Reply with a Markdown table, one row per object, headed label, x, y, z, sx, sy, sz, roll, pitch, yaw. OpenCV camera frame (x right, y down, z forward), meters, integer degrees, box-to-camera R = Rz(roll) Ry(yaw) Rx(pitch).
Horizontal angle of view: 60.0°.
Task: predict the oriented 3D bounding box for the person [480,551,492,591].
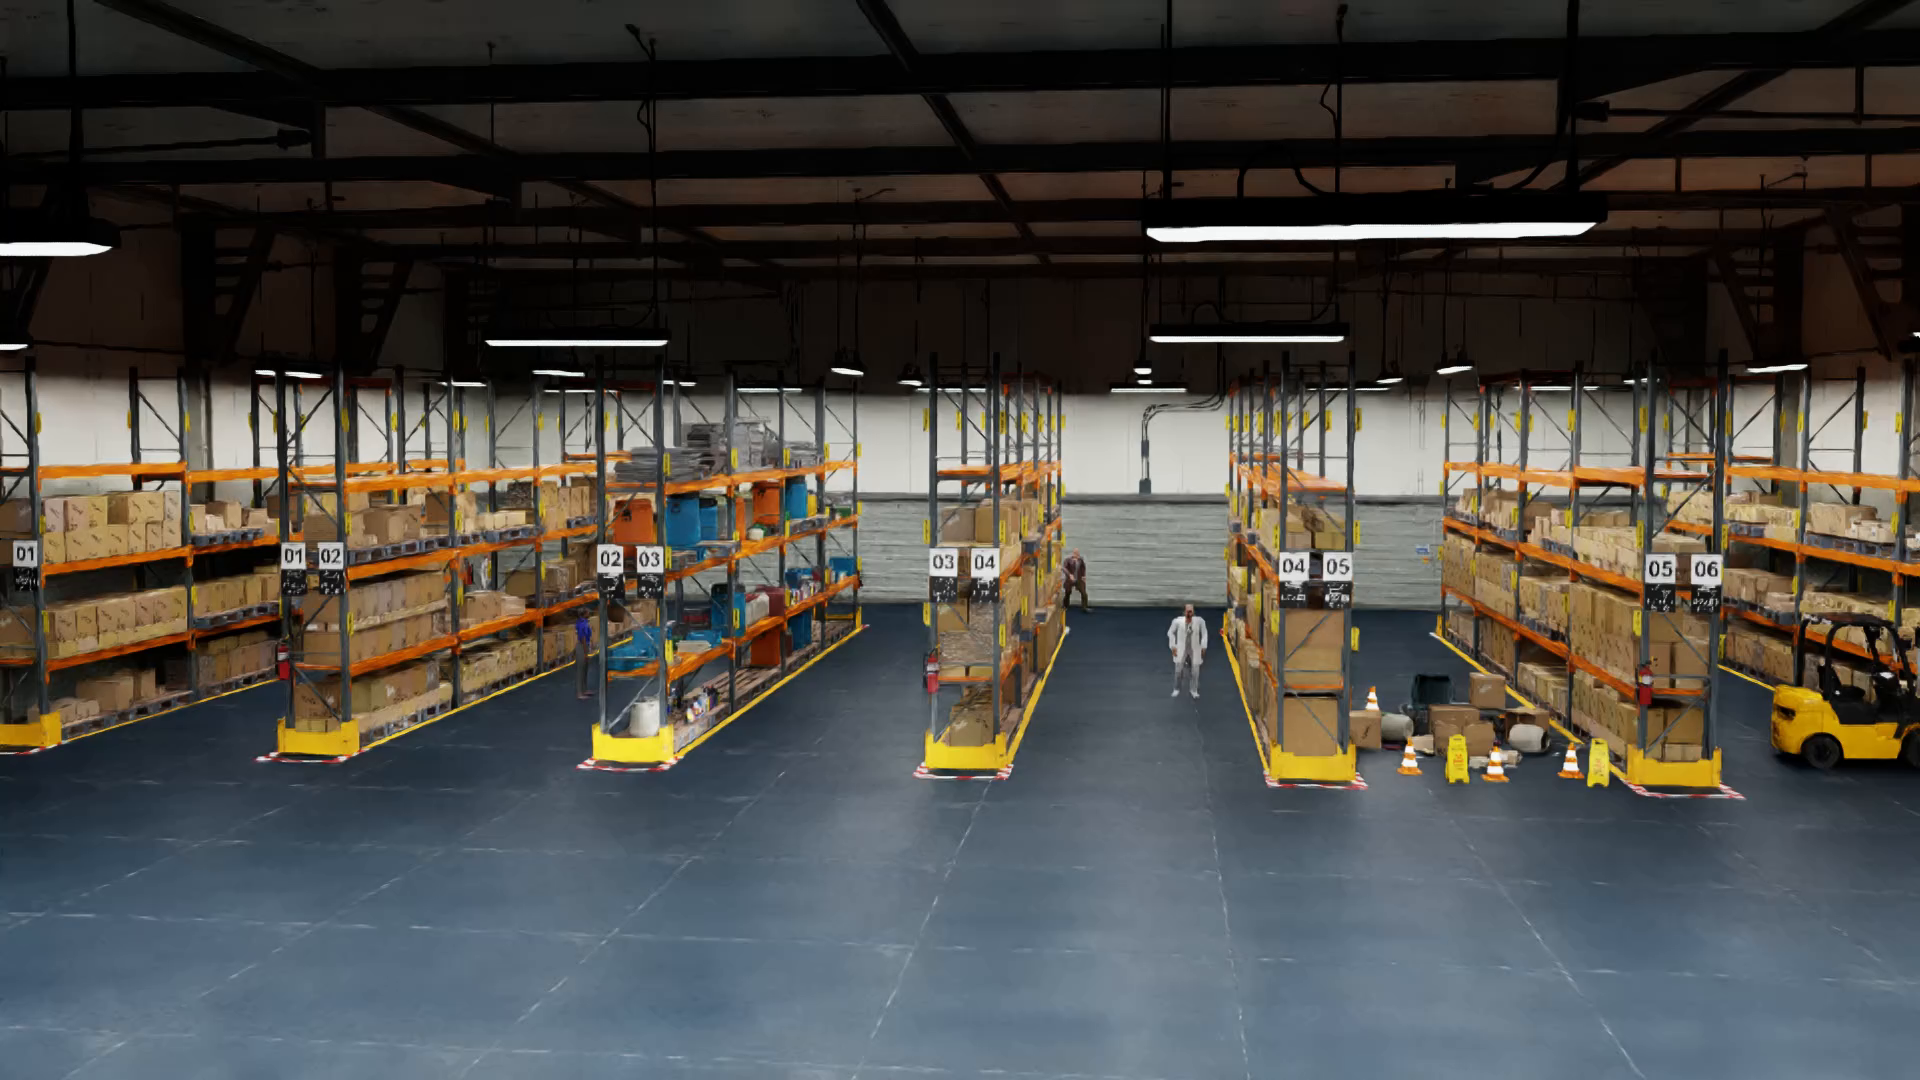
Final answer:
| label | x | y | z | sx | sy | sz | roll | pitch | yaw |
| --- | --- | --- | --- | --- | --- | --- | --- | --- | --- |
| person | -12.290 | 1.075 | 43.575 | 0.552 | 1.670 | 0.682 | 4 | 6 | 44 |

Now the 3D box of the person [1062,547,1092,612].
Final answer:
| label | x | y | z | sx | sy | sz | roll | pitch | yaw |
| --- | --- | --- | --- | --- | --- | --- | --- | --- | --- |
| person | 3.014 | 1.043 | 43.760 | 0.726 | 1.709 | 0.885 | -1 | 4 | -11 |

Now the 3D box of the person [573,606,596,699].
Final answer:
| label | x | y | z | sx | sy | sz | roll | pitch | yaw |
| --- | --- | --- | --- | --- | --- | --- | --- | --- | --- |
| person | -6.822 | 2.022 | 30.239 | 0.440 | 1.666 | 0.551 | -2 | 4 | -21 |

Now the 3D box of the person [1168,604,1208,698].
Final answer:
| label | x | y | z | sx | sy | sz | roll | pitch | yaw |
| --- | --- | --- | --- | --- | --- | --- | --- | --- | --- |
| person | 4.140 | 2.005 | 30.226 | 0.729 | 1.734 | 0.538 | 0 | 4 | 6 |
